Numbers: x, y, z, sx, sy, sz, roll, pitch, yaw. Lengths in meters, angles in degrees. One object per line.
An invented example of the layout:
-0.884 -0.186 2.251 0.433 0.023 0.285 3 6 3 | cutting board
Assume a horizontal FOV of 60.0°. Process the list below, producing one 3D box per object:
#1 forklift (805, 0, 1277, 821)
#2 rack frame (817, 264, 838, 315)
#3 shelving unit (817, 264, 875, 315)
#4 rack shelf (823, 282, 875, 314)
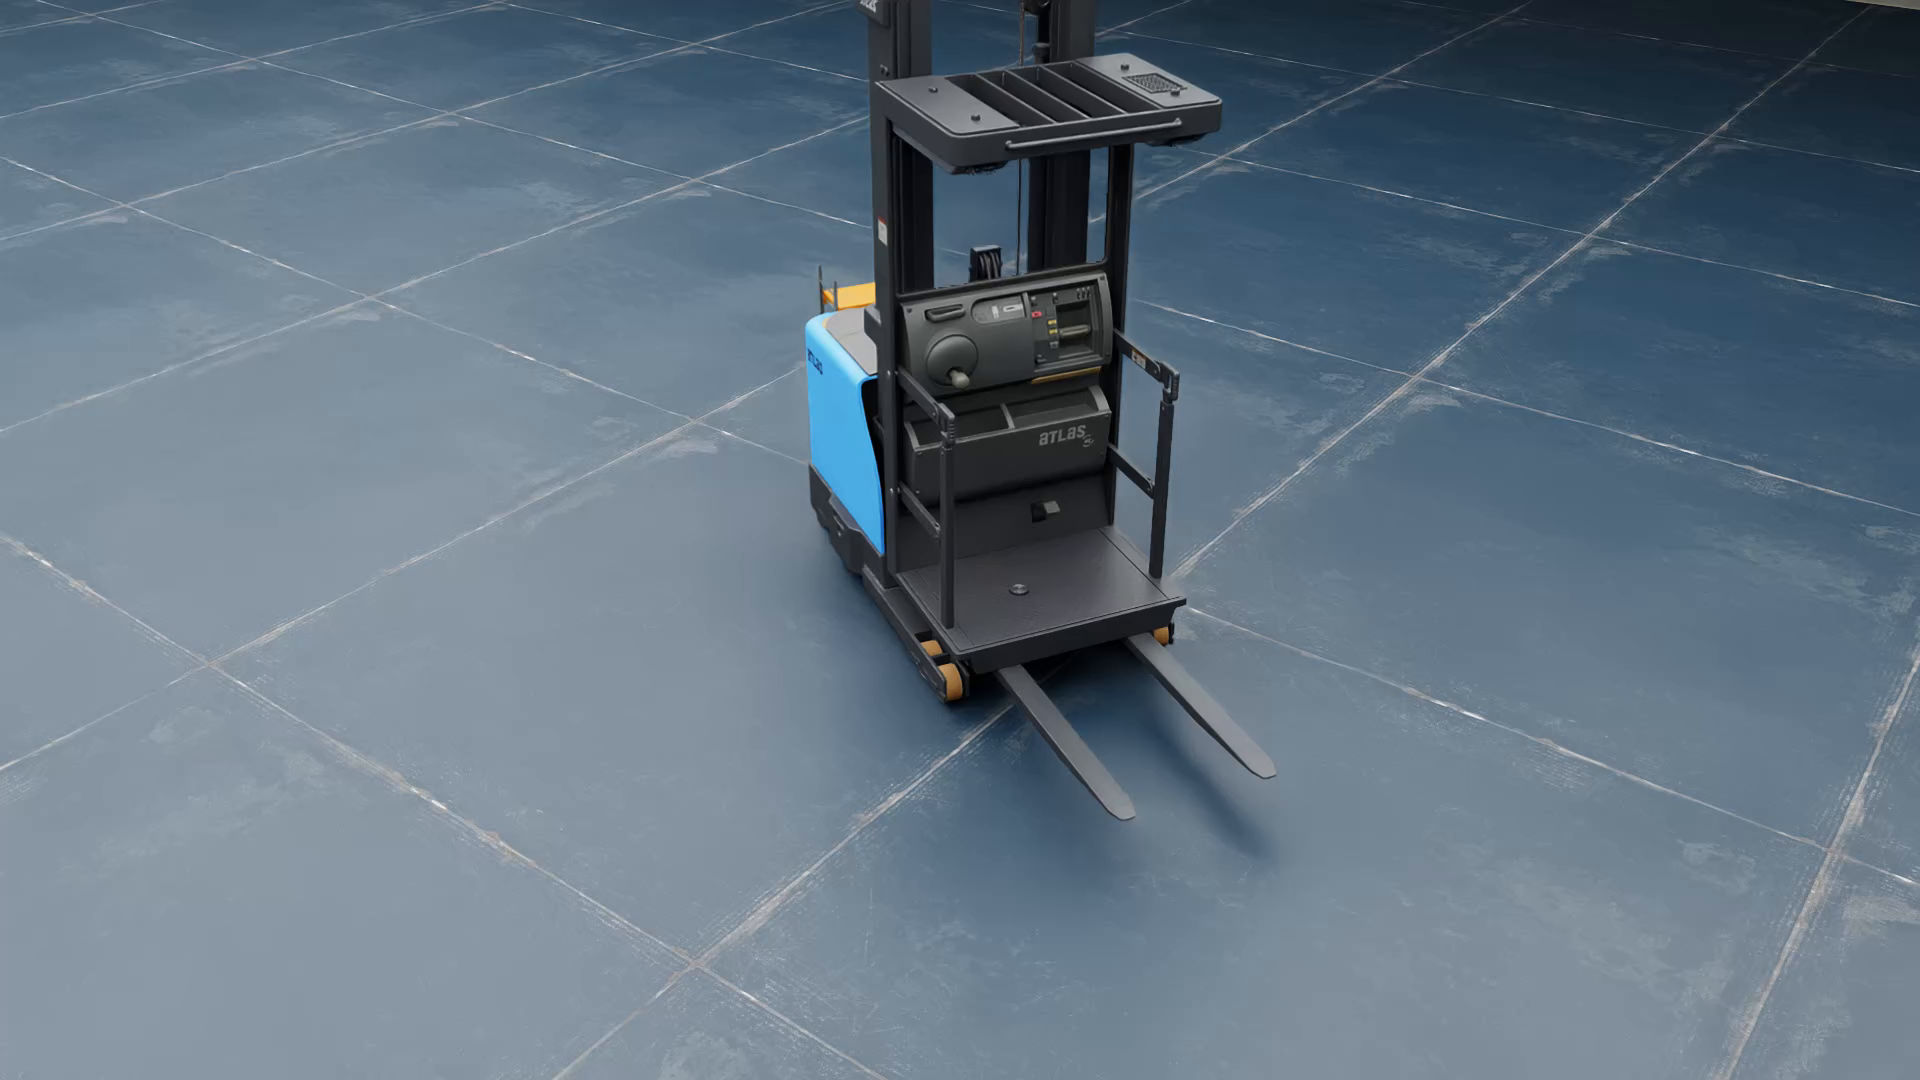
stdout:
0.295 -0.819 6.757 1.130 2.935 3.031 -13 33 -20 | forklift
-0.647 -0.786 8.400 0.015 1.200 0.240 -13 33 -21 | rack frame
-0.424 -0.837 8.485 0.503 1.200 0.258 -13 33 -21 | shelving unit
-0.424 -1.175 8.285 0.480 0.148 0.258 -13 33 -21 | rack shelf
